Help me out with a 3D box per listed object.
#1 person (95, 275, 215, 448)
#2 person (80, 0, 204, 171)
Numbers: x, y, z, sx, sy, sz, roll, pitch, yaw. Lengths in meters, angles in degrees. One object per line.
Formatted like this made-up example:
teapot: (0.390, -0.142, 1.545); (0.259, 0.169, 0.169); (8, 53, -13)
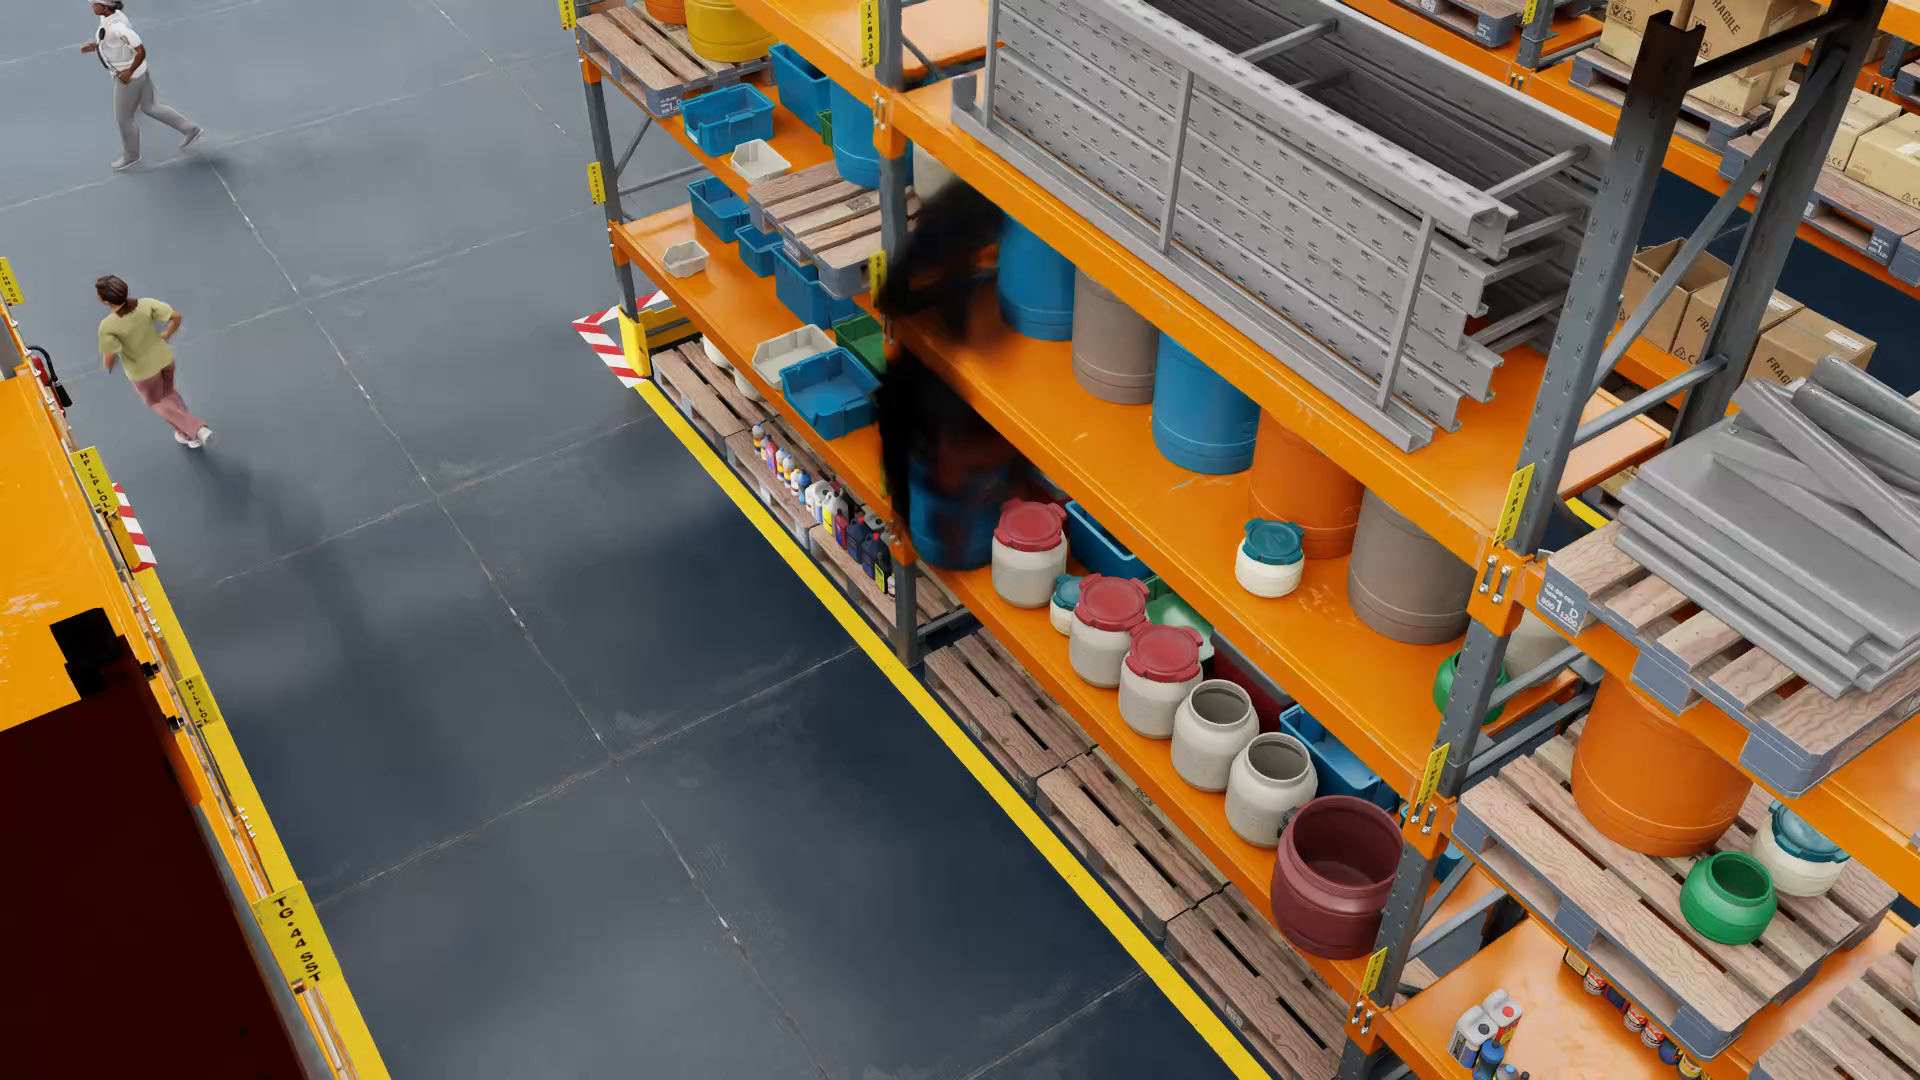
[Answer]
person: (-5.774, -1.213, 11.895); (0.606, 1.637, 0.630); (23, 47, 23)
person: (-7.496, -4.192, 15.034); (0.876, 1.691, 0.581); (-12, 44, -13)
